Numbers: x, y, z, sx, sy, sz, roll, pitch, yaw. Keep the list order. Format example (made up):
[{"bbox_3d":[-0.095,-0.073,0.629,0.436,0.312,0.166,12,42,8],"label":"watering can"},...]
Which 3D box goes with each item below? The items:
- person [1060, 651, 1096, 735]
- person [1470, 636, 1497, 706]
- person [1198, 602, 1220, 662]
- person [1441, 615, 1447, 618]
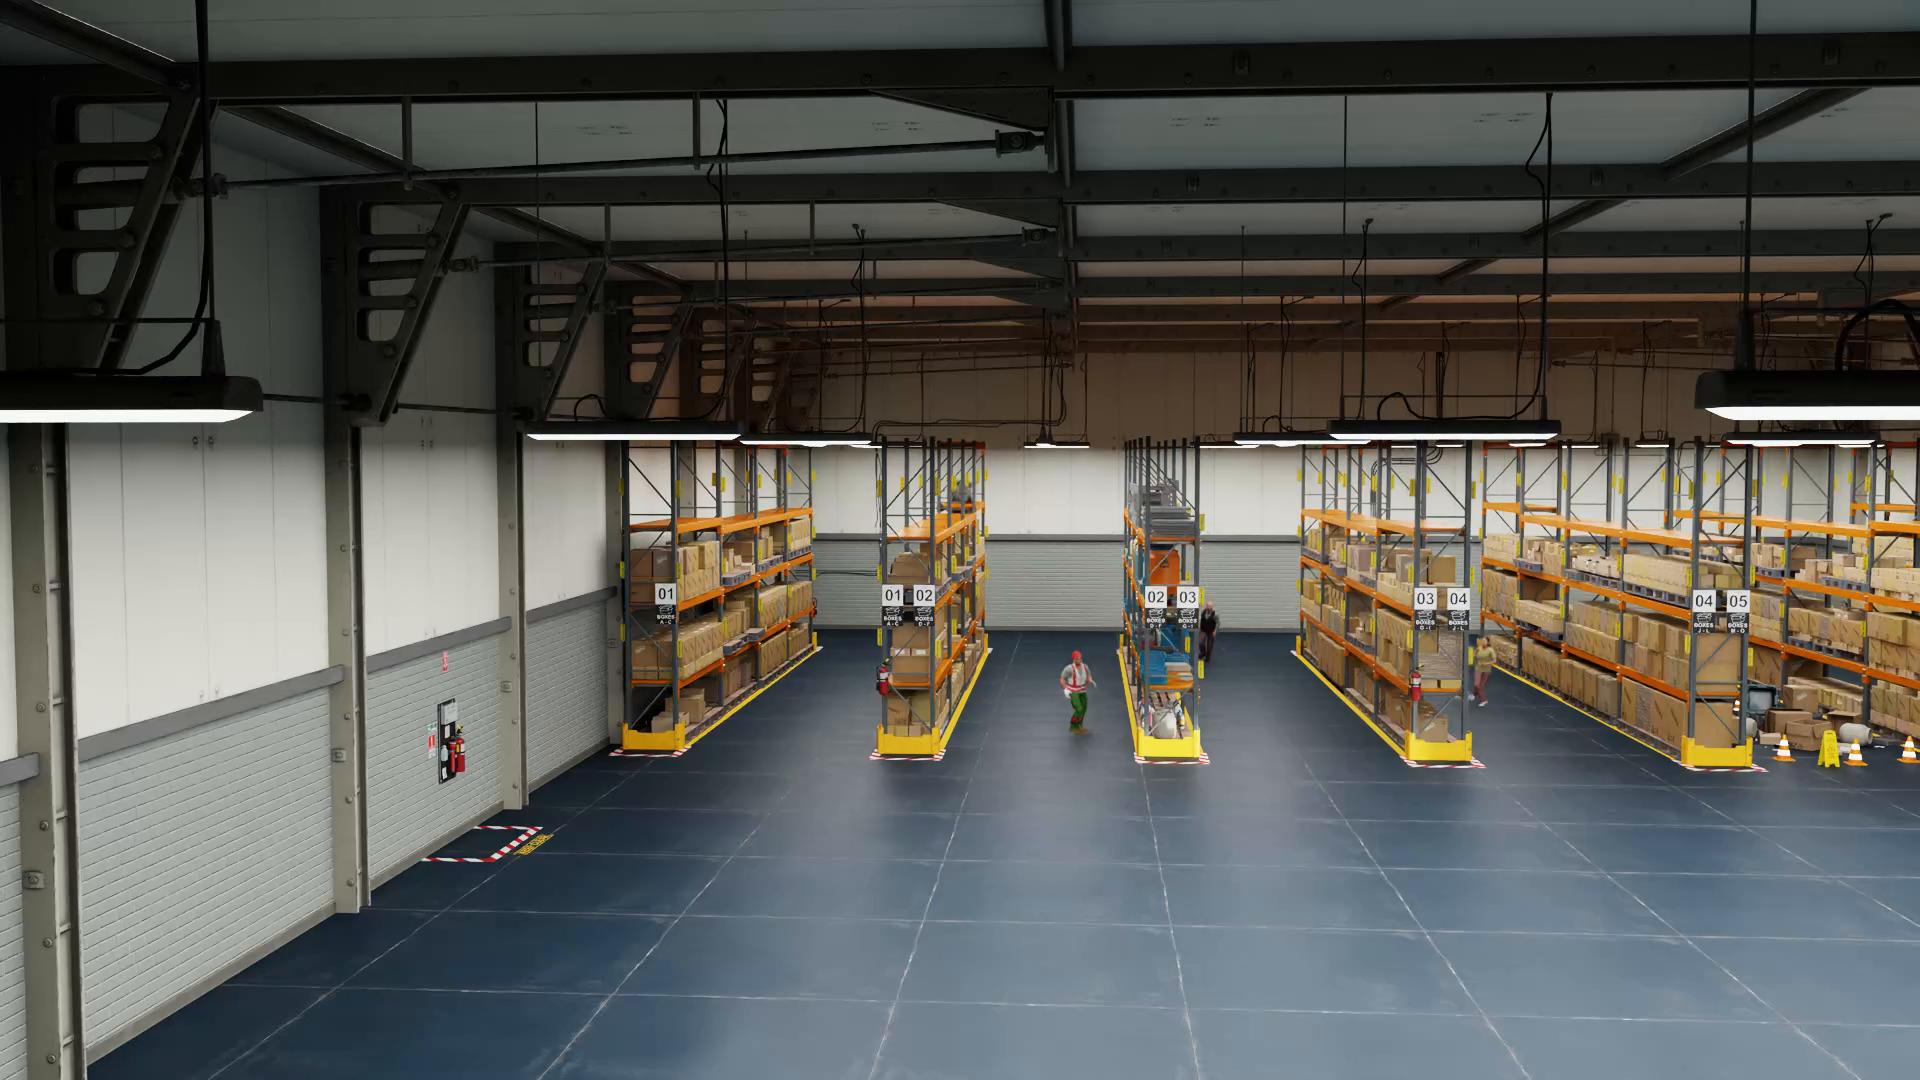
[{"bbox_3d":[2.409,3.085,33.662,0.698,1.709,0.747,-2,4,-36],"label":"person"},{"bbox_3d":[11.792,2.947,37.518,0.687,1.609,0.612,2,3,29],"label":"person"},{"bbox_3d":[6.739,2.485,44.994,0.650,1.671,0.682,1,3,22],"label":"person"},{"bbox_3d":[13.057,2.497,44.786,0.700,1.724,0.832,0,3,4],"label":"person"}]
